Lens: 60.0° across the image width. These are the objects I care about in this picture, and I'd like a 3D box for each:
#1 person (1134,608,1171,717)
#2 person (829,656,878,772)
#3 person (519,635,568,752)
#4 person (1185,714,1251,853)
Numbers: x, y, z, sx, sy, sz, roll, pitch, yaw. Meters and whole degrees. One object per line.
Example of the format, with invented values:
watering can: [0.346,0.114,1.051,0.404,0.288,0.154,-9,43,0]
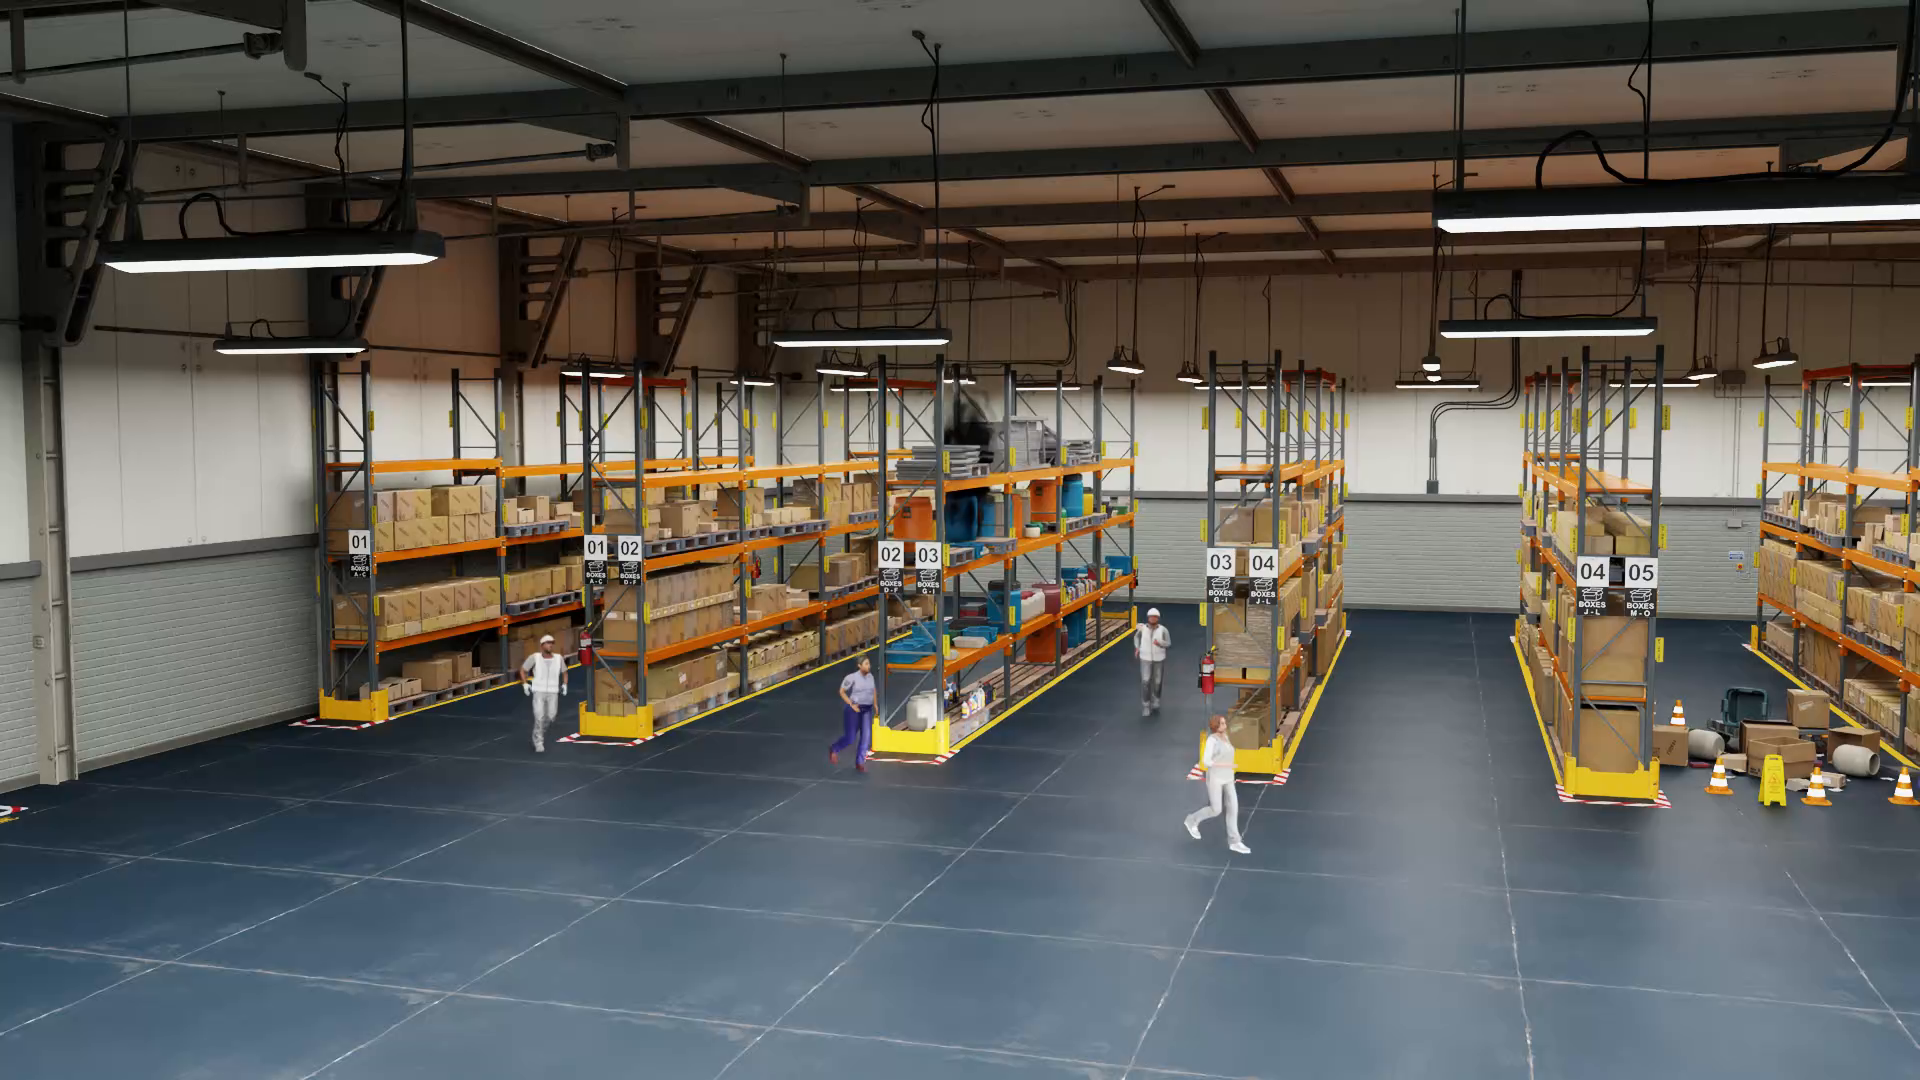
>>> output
person: [3.296,2.073,28.485,0.633,1.822,0.825,0,4,6]
person: [-1.451,2.486,24.014,0.683,1.614,0.748,-3,5,-40]
person: [-6.337,2.333,25.406,0.732,1.740,0.586,-2,5,-25]
person: [3.009,2.807,19.329,0.867,1.574,0.541,4,6,44]
